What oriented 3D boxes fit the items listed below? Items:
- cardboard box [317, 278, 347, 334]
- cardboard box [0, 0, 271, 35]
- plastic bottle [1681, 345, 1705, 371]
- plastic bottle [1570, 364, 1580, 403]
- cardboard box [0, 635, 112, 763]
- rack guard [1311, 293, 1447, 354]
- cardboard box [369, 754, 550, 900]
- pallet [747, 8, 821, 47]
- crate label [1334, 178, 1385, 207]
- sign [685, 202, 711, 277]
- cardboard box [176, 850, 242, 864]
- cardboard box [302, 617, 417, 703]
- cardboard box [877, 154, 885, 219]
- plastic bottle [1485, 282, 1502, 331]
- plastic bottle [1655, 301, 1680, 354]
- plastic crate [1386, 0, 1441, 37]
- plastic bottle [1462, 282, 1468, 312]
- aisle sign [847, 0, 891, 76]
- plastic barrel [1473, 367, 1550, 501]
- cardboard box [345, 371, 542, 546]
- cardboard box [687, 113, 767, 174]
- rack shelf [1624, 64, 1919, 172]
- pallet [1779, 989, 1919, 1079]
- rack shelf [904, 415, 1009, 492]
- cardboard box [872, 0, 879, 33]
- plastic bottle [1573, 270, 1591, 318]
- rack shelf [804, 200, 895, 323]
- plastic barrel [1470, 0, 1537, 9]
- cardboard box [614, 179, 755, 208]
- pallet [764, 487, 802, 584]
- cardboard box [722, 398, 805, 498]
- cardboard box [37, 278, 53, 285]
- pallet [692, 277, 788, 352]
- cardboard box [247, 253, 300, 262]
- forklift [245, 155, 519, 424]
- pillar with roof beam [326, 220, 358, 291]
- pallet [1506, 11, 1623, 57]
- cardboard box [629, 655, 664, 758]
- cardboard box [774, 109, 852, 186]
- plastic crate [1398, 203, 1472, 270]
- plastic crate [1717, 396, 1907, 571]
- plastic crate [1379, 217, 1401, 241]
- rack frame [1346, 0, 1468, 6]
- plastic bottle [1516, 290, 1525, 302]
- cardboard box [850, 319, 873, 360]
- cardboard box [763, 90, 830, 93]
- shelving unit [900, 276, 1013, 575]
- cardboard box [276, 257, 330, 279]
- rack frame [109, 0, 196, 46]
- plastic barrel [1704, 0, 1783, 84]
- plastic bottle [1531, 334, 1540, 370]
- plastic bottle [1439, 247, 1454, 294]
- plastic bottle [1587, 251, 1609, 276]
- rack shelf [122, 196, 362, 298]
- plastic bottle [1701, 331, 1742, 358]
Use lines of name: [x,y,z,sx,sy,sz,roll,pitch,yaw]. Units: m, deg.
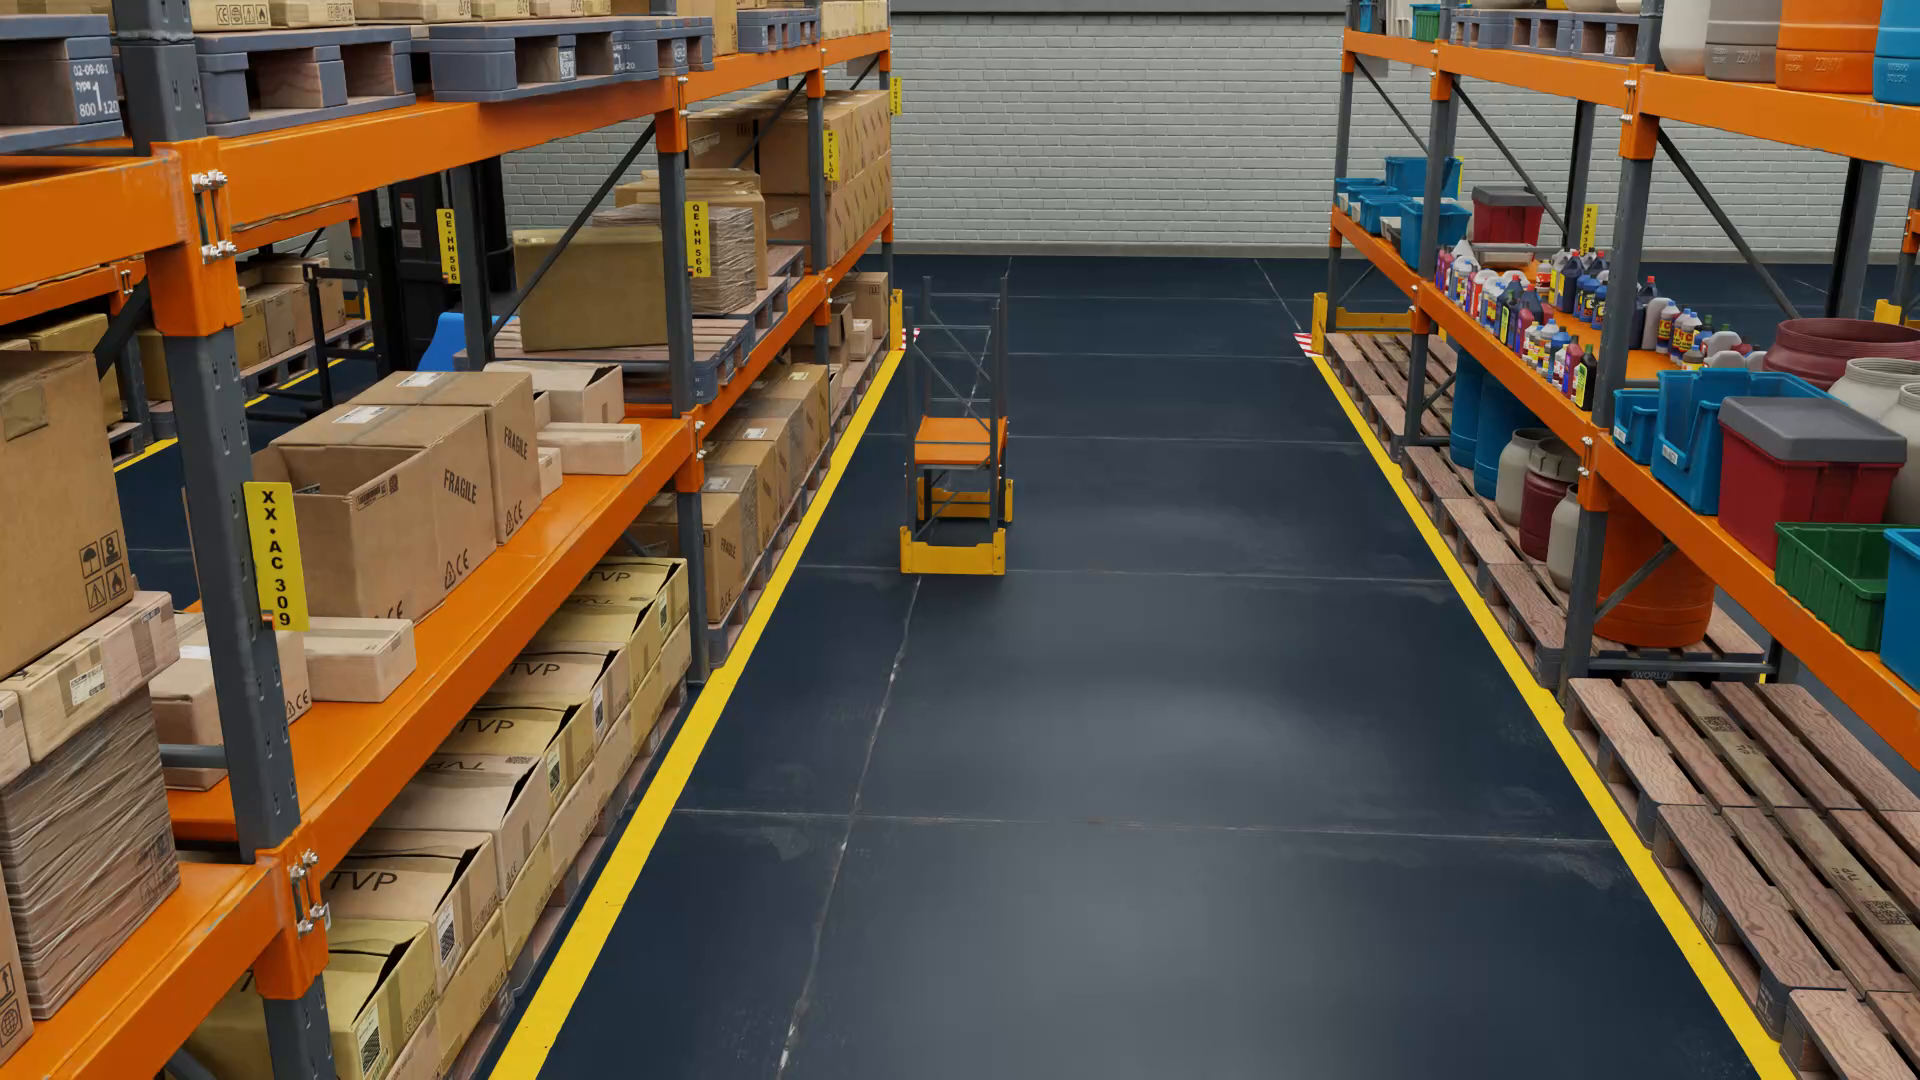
cardboard box: [-6.013,-2.155,15.022,0.700,0.500,0.500,1,18,4]
cardboard box: [-1.928,-1.271,3.735,0.500,0.250,0.500,3,18,10]
plastic bottle: [3.506,-0.830,7.959,0.097,0.201,0.097,0,18,0]
plastic bottle: [2.875,-0.733,7.662,0.097,0.201,0.097,0,18,0]
cardboard box: [-1.807,0.284,3.037,0.380,0.149,0.250,1,18,3]
rack guard: [3.808,-1.961,15.106,1.175,0.500,0.348,1,18,4]
cardboard box: [-1.626,0.875,5.275,0.500,0.311,0.500,1,18,2]
pallet: [-1.525,-3.146,10.192,1.213,0.211,1.003,1,18,4]
crate label: [3.473,-3.021,14.499,0.416,0.233,0.303,1,18,4]
sign: [-1.141,-1.308,7.237,0.100,0.325,0.005,1,18,4]
cardboard box: [-2.207,1.020,4.833,0.500,0.311,0.500,2,18,5]
cardboard box: [-1.714,0.322,4.525,0.380,0.149,0.250,1,18,4]
cardboard box: [-0.916,-2.994,14.084,0.500,0.500,0.500,1,18,4]
plastic bottle: [3.000,-1.308,9.304,0.097,0.271,0.097,0,18,0]
plastic bottle: [3.717,-1.117,8.722,0.097,0.271,0.097,0,18,0]
plastic crate: [3.352,-3.829,12.165,0.437,0.282,0.530,1,18,4]
plastic bottle: [3.043,-1.460,9.881,0.097,0.201,0.097,0,18,0]
aisle sign: [-0.811,-4.503,14.673,0.394,0.787,0.004,1,18,4]
plastic barrel: [3.426,-0.713,9.978,0.600,0.901,0.708,1,18,4]
cardboard box: [-1.799,-0.295,5.845,0.500,0.500,0.500,0,18,1]
cardboard box: [-1.630,-2.696,11.569,0.500,0.500,0.500,1,18,4]
rack shelf: [3.102,-1.119,4.860,1.077,0.370,4.000,1,18,4]
pallet: [2.976,1.666,4.500,1.003,0.211,1.213,1,18,4]
rack shelf: [-0.006,-0.515,9.665,0.538,0.185,1.000,1,18,4]
cardboard box: [-0.942,-4.287,13.613,0.500,0.250,0.500,1,18,4]
plastic bottle: [3.638,-1.435,9.693,0.097,0.271,0.097,0,18,0]
rack shelf: [-1.265,-2.290,13.251,1.077,0.370,4.000,1,18,4]
plastic barrel: [3.245,-3.431,9.867,0.433,0.535,0.433,0,18,0]
cardboard box: [-1.651,-1.901,10.072,0.700,0.500,0.500,4,19,13]
pallet: [-1.513,-0.052,9.744,1.003,0.211,1.213,1,18,4]
cardboard box: [-1.238,-0.563,10.133,0.500,0.500,0.500,2,18,5]
cardboard box: [-6.149,-1.741,10.790,0.380,0.149,0.250,2,18,6]
pallet: [-1.560,-1.282,9.325,1.003,0.211,1.213,1,18,4]
cardboard box: [-6.203,-2.506,15.053,0.380,0.149,0.250,1,18,4]
forklift: [-4.007,-2.098,11.618,3.031,2.935,1.130,5,19,16]
pillar with roof beam: [-2.438,-6.975,16.759,9.100,9.000,0.400,1,18,4]
pallet: [3.495,-2.637,8.639,1.003,0.211,1.213,1,18,4]
cardboard box: [-1.523,0.667,6.810,0.500,0.250,0.500,1,18,3]
cardboard box: [-1.057,-2.834,11.988,0.500,0.500,0.500,1,18,2]
plastic crate: [3.226,-2.073,11.361,0.392,0.384,0.575,1,18,4]
plastic crate: [2.824,-0.192,5.590,0.402,0.464,0.583,1,18,4]
plastic crate: [3.357,-2.350,12.605,0.293,0.136,0.466,1,18,4]
rack frame: [3.819,-5.992,13.759,1.000,3.000,0.127,1,18,4]
plastic bottle: [3.014,-1.189,8.922,0.061,0.283,0.133,1,18,4]
cardboard box: [-1.013,-1.687,13.963,0.500,0.250,0.500,1,18,4]
cardboard box: [-1.416,-3.644,14.460,0.500,0.500,0.500,2,18,6]
shelving unit: [-0.005,-0.689,9.617,0.587,1.500,1.083,1,18,4]
cardboard box: [-5.840,-2.419,14.787,0.380,0.149,0.250,1,18,3]
rack frame: [-1.982,-2.377,2.726,1.000,3.000,0.127,1,18,4]
plastic barrel: [2.970,-2.070,5.802,0.600,0.901,0.600,0,18,0]
plastic bottle: [2.927,-0.956,8.342,0.097,0.201,0.097,0,18,0]
plastic bottle: [3.071,-1.698,10.475,0.061,0.283,0.133,1,18,4]
plastic bottle: [3.780,-1.526,9.841,0.144,0.351,0.185,1,18,4]
rack shelf: [-6.206,-2.400,13.585,1.077,0.370,4.000,1,18,4]
plastic bottle: [3.632,-0.869,7.957,0.152,0.276,0.135,1,18,4]
